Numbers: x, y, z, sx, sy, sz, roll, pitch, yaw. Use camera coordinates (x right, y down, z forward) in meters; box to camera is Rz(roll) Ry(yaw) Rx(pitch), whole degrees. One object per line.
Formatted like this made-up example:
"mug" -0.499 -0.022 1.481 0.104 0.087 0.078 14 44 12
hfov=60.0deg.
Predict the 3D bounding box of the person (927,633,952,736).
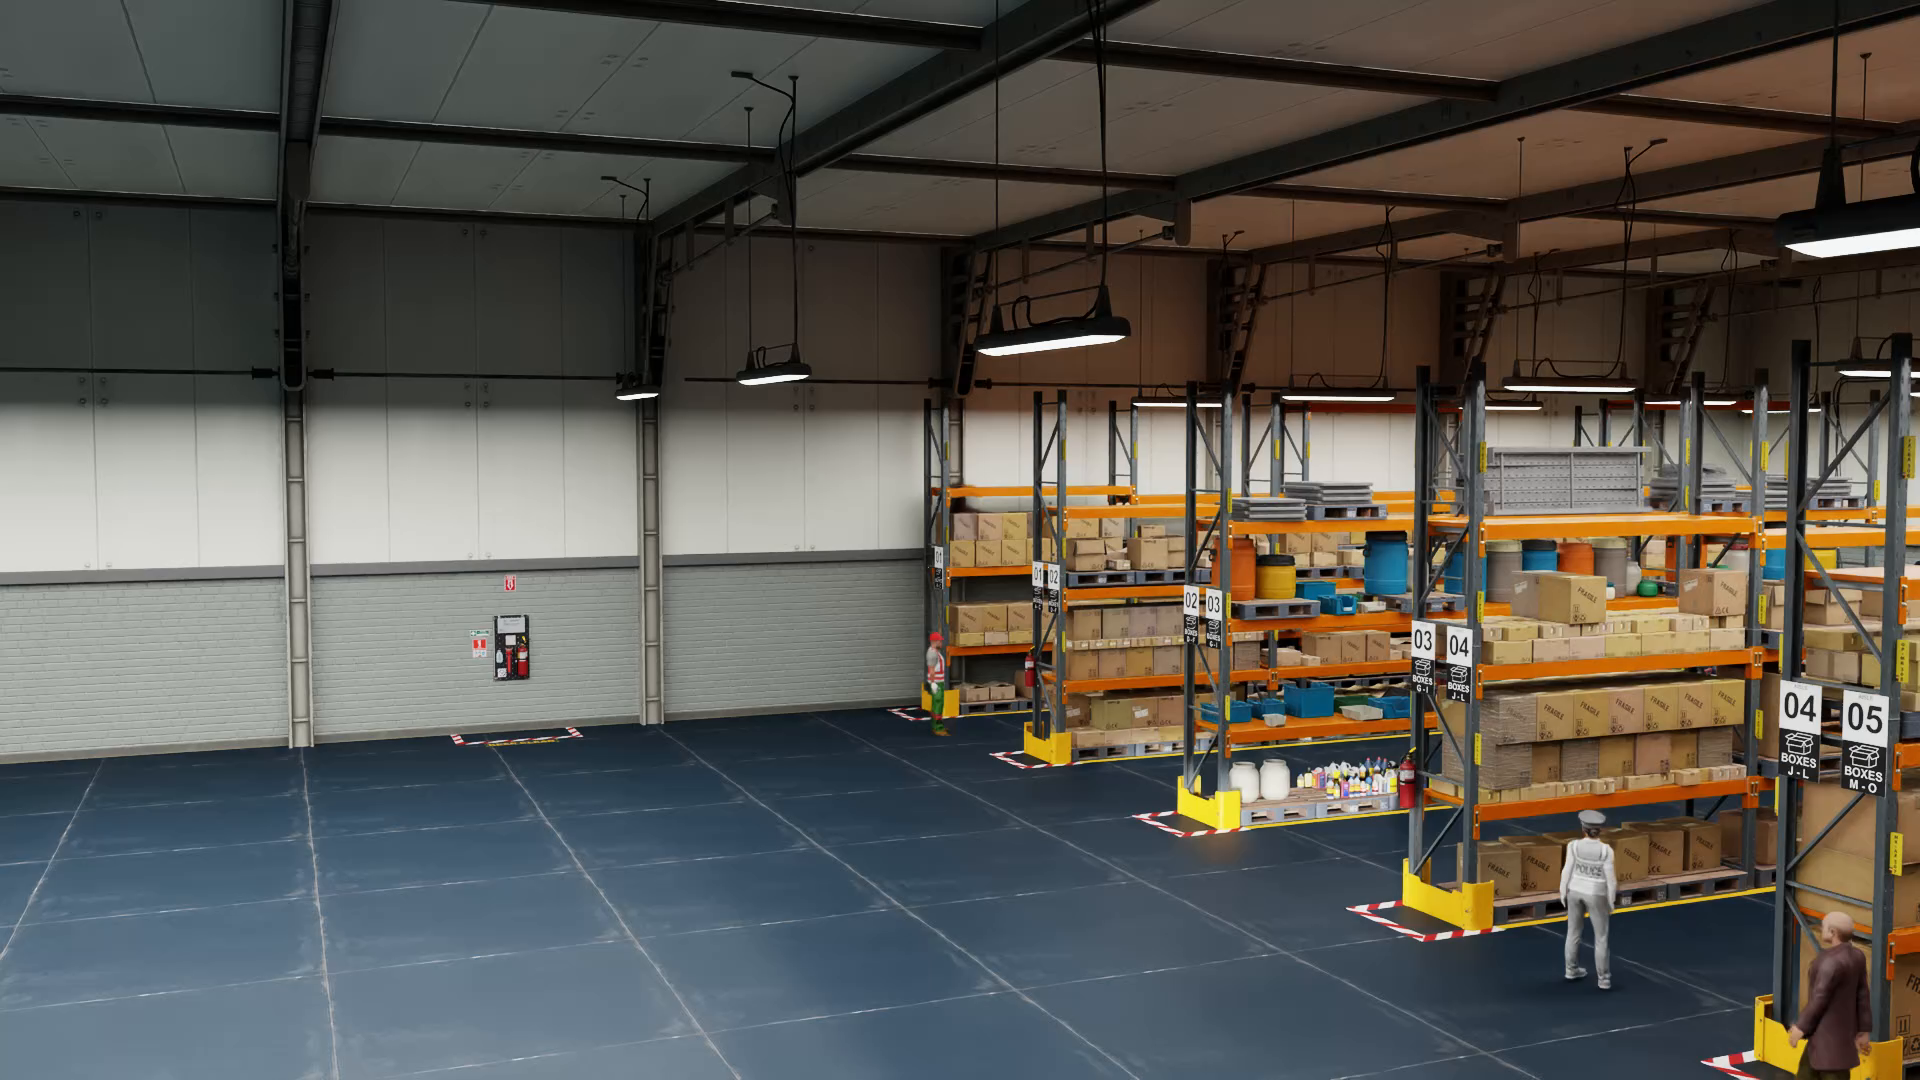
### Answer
"person" -0.368 2.549 29.506 0.452 1.819 0.579 0 3 -1

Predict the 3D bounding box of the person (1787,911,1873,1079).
"person" 6.373 3.582 12.090 1.075 1.733 0.558 3 5 44

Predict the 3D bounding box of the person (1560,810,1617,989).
"person" 5.991 3.398 15.816 0.459 1.682 0.524 -3 5 -42
